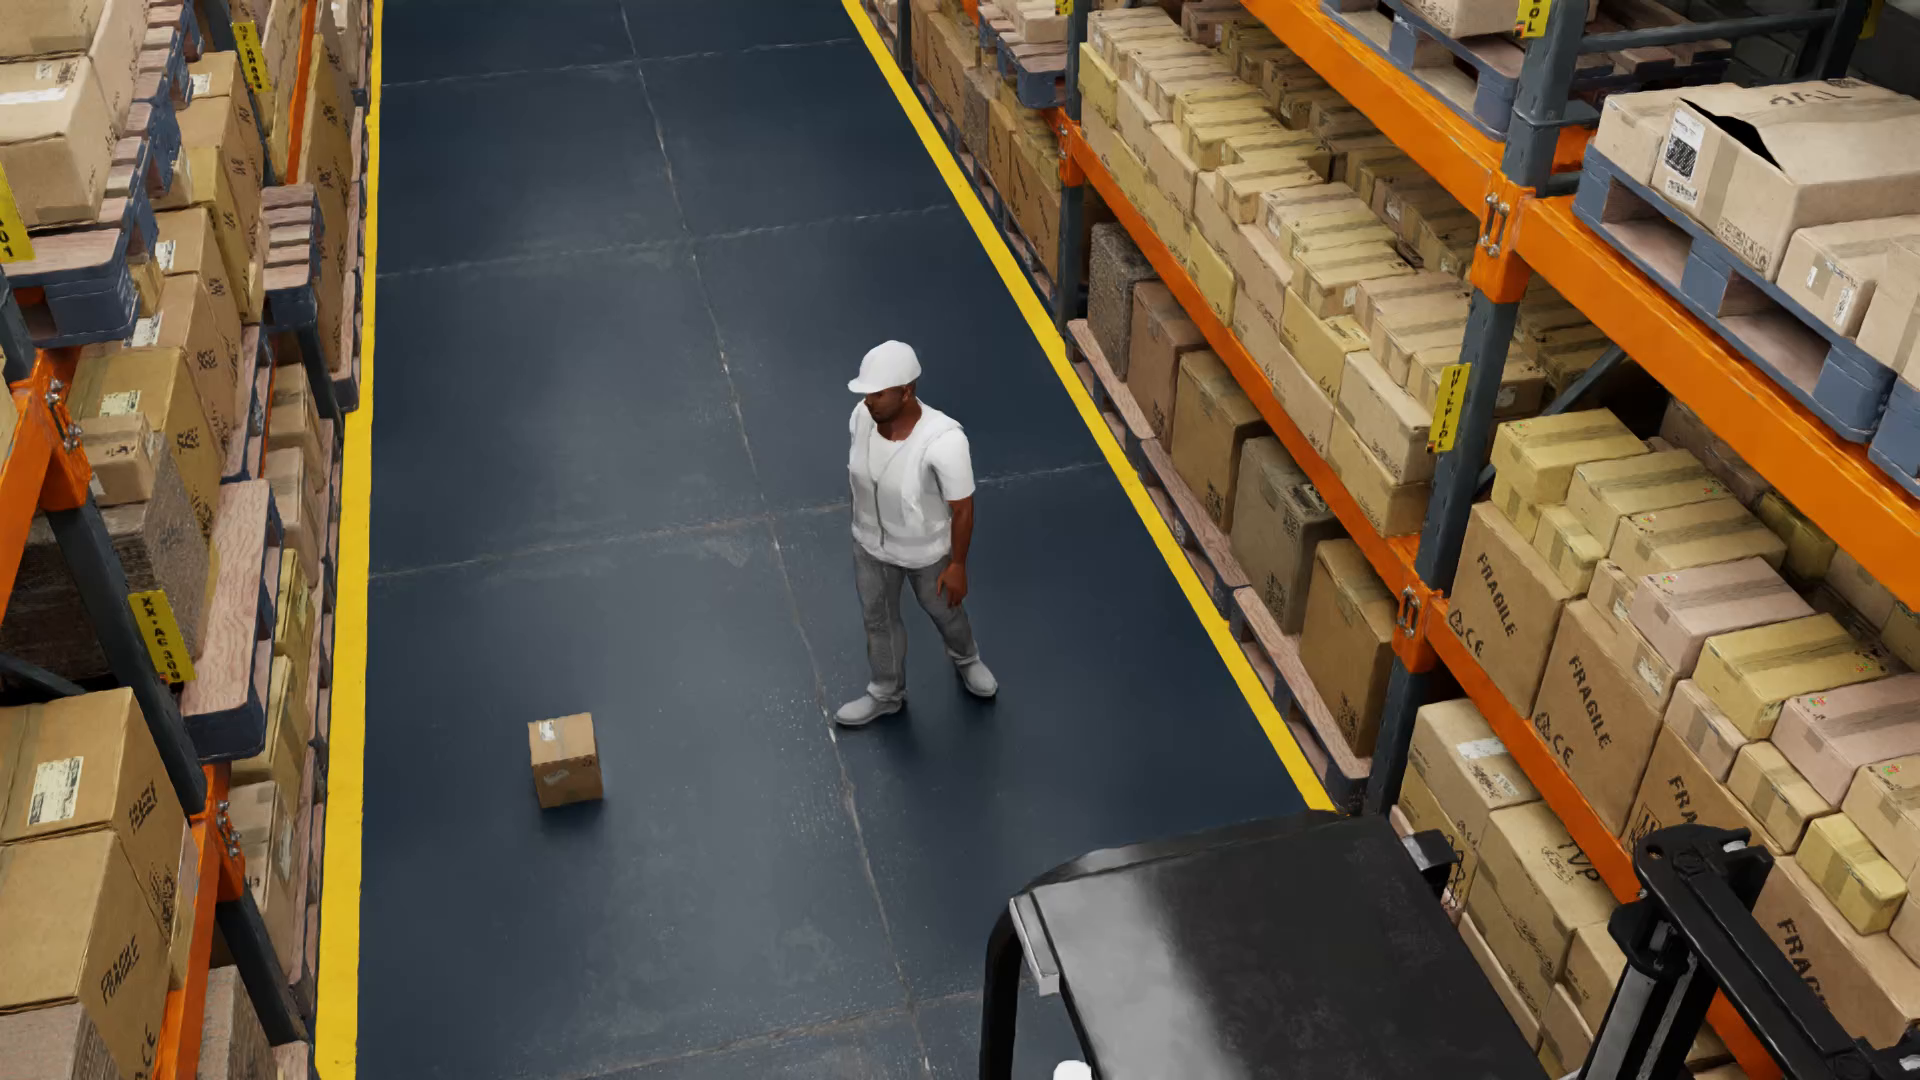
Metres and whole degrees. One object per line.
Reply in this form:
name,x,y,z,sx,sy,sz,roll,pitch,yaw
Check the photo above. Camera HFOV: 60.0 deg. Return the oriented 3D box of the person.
person,-0.214,-0.019,6.657,0.669,1.761,0.641,20,42,24
